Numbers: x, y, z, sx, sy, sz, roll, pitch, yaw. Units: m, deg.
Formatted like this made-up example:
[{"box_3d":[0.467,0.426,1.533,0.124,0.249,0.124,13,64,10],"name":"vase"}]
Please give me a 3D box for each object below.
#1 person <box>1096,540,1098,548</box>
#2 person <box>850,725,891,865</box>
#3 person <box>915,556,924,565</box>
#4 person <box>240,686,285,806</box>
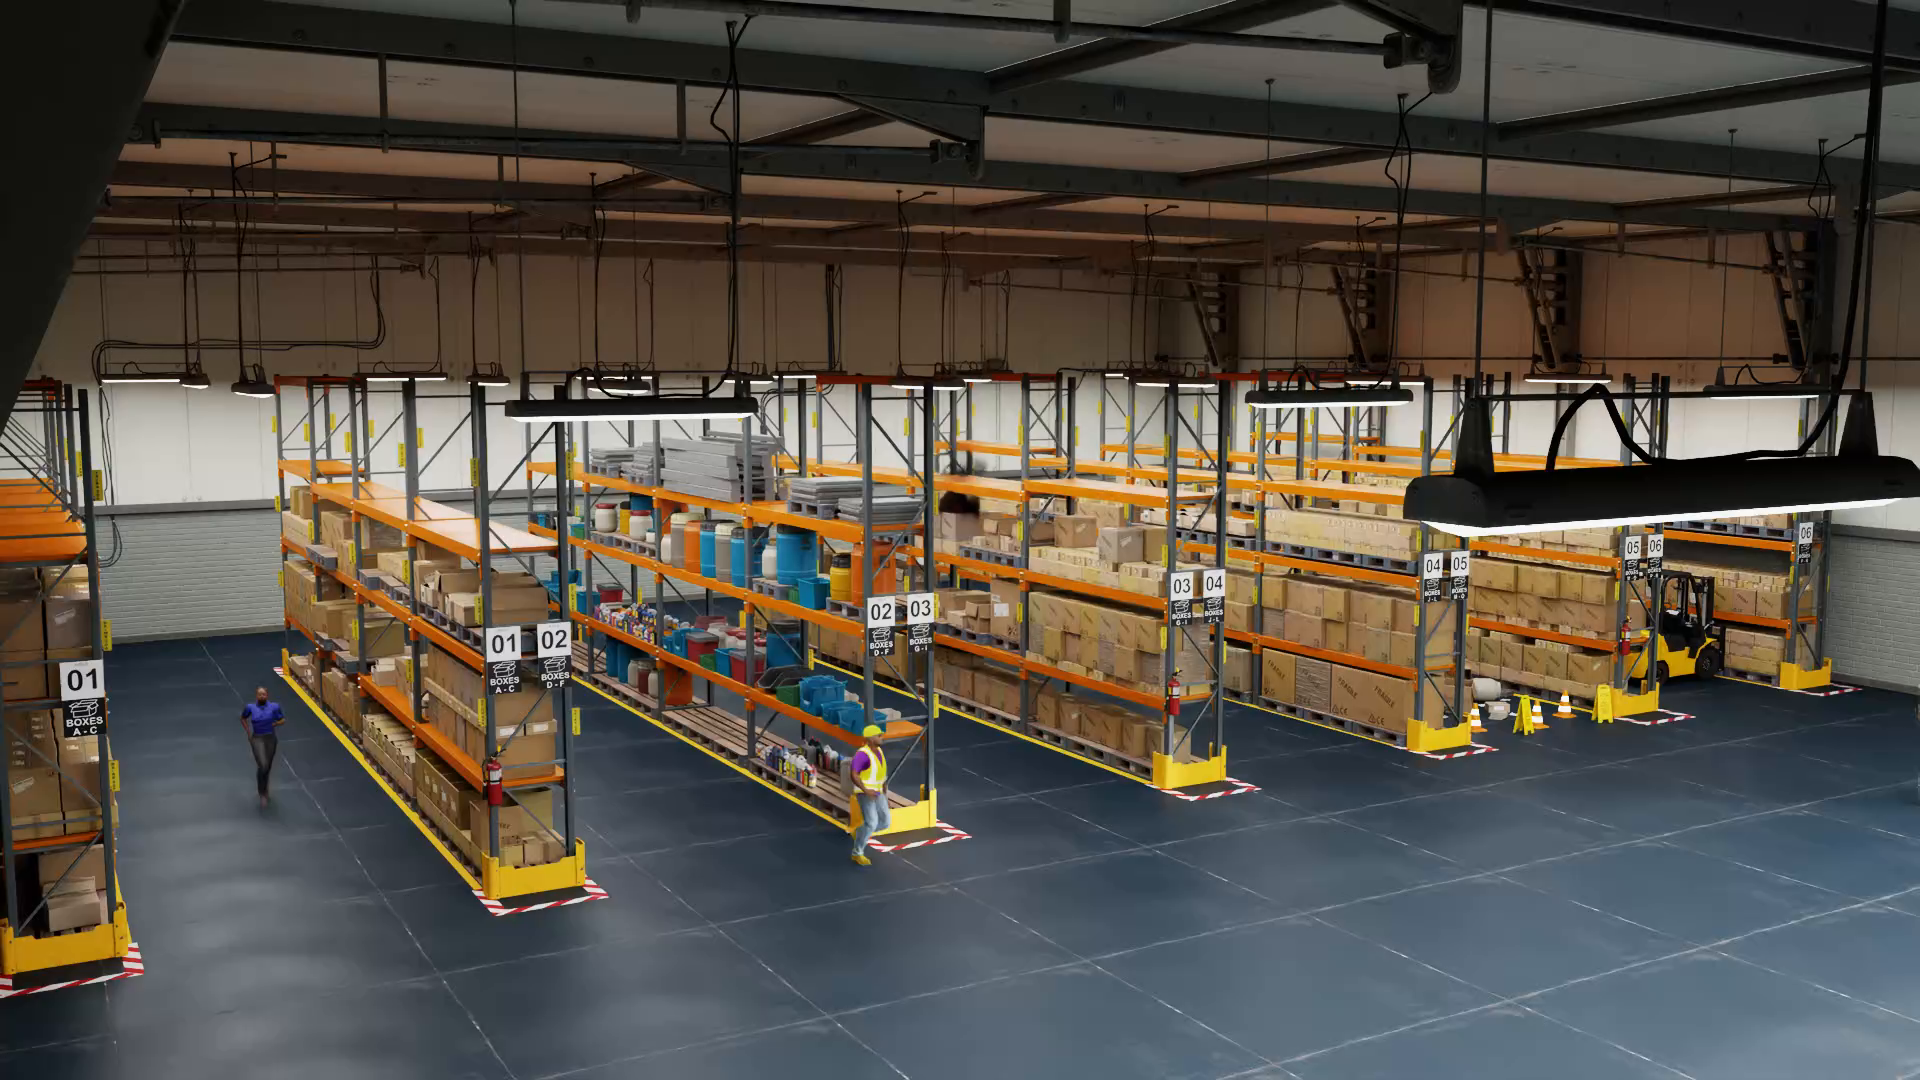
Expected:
[{"box_3d":[3.543,0.588,44.693,0.752,1.719,0.864,-2,7,-18],"name":"person"},{"box_3d":[-1.121,3.192,21.042,0.531,1.702,0.757,3,7,27],"name":"person"},{"box_3d":[-1.000,0.912,41.610,0.744,1.755,0.818,5,8,39],"name":"person"},{"box_3d":[-9.934,2.931,23.780,0.546,1.725,0.742,-5,8,-36],"name":"person"}]
